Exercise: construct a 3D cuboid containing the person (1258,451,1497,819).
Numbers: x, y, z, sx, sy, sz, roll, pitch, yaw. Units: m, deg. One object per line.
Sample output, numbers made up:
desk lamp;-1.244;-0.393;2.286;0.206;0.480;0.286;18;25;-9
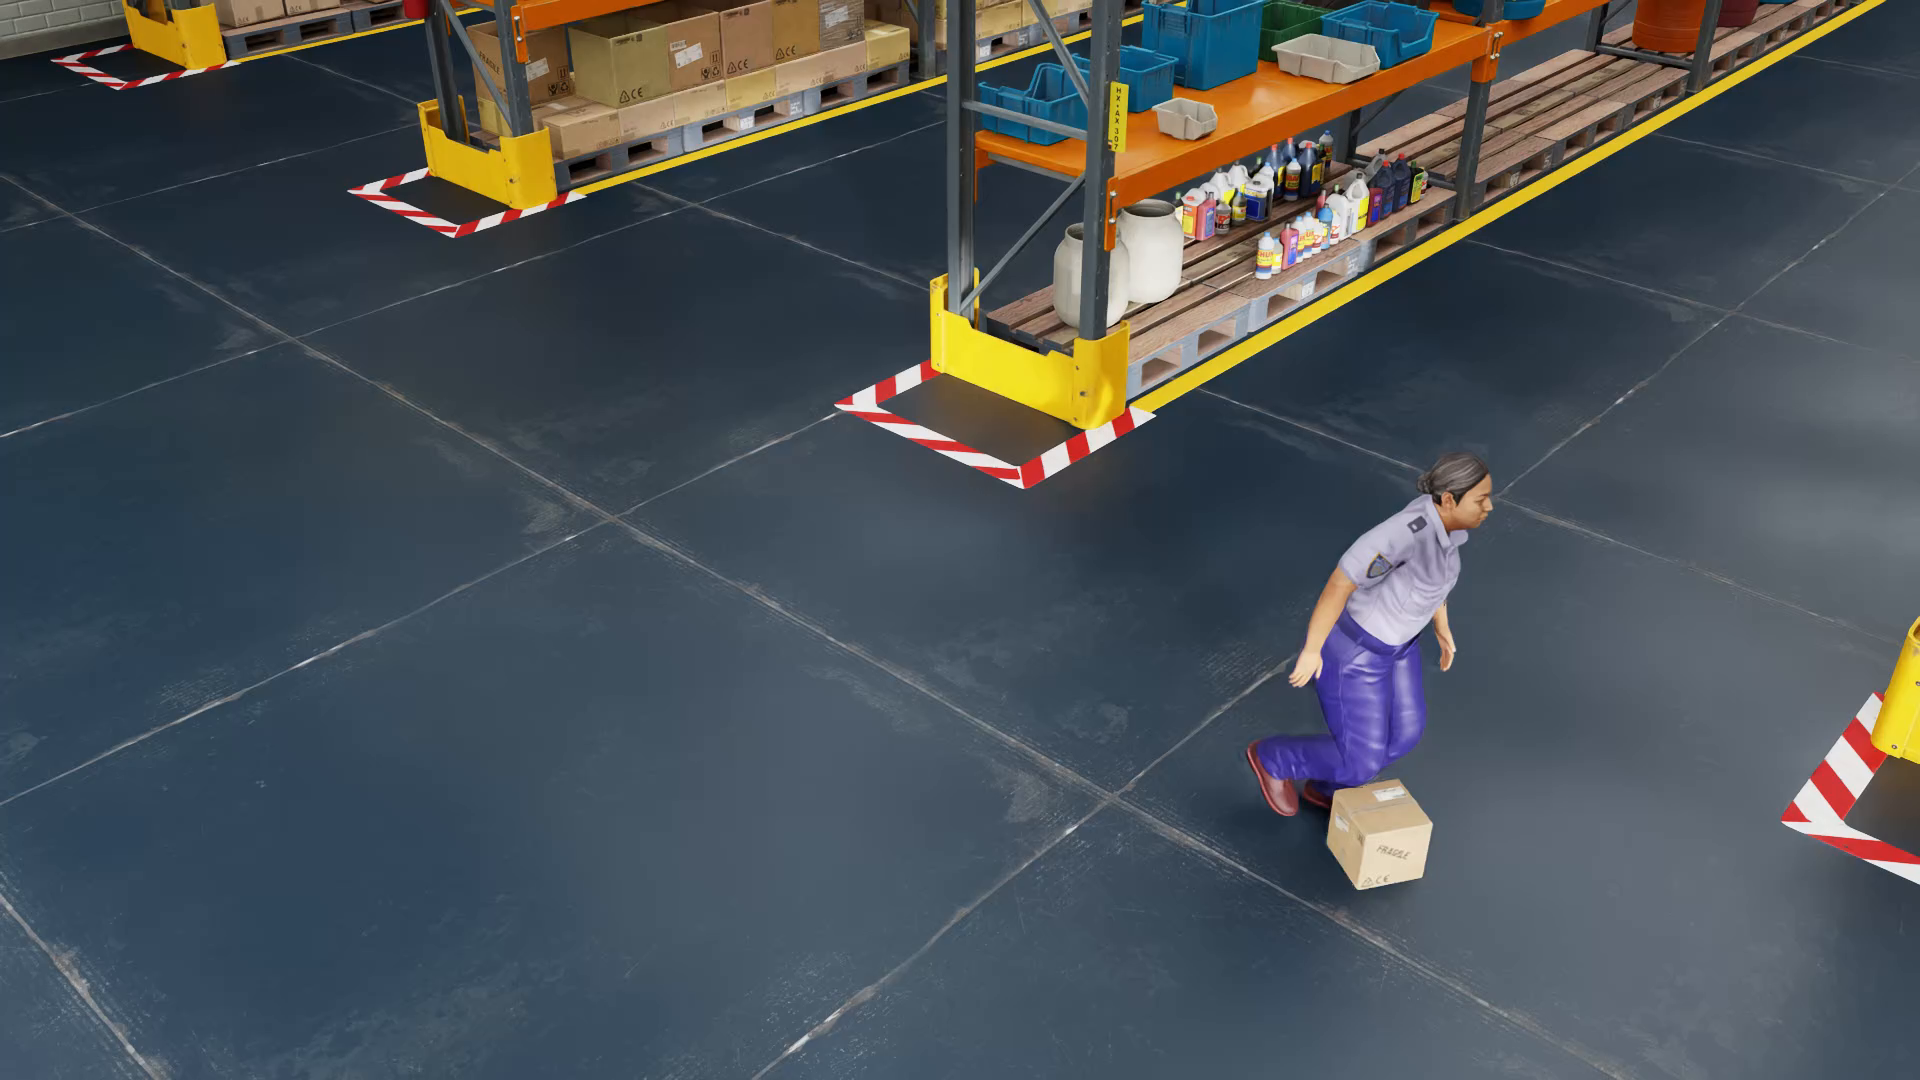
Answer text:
person;1.401;0.355;5.665;0.625;1.550;0.675;21;37;31
